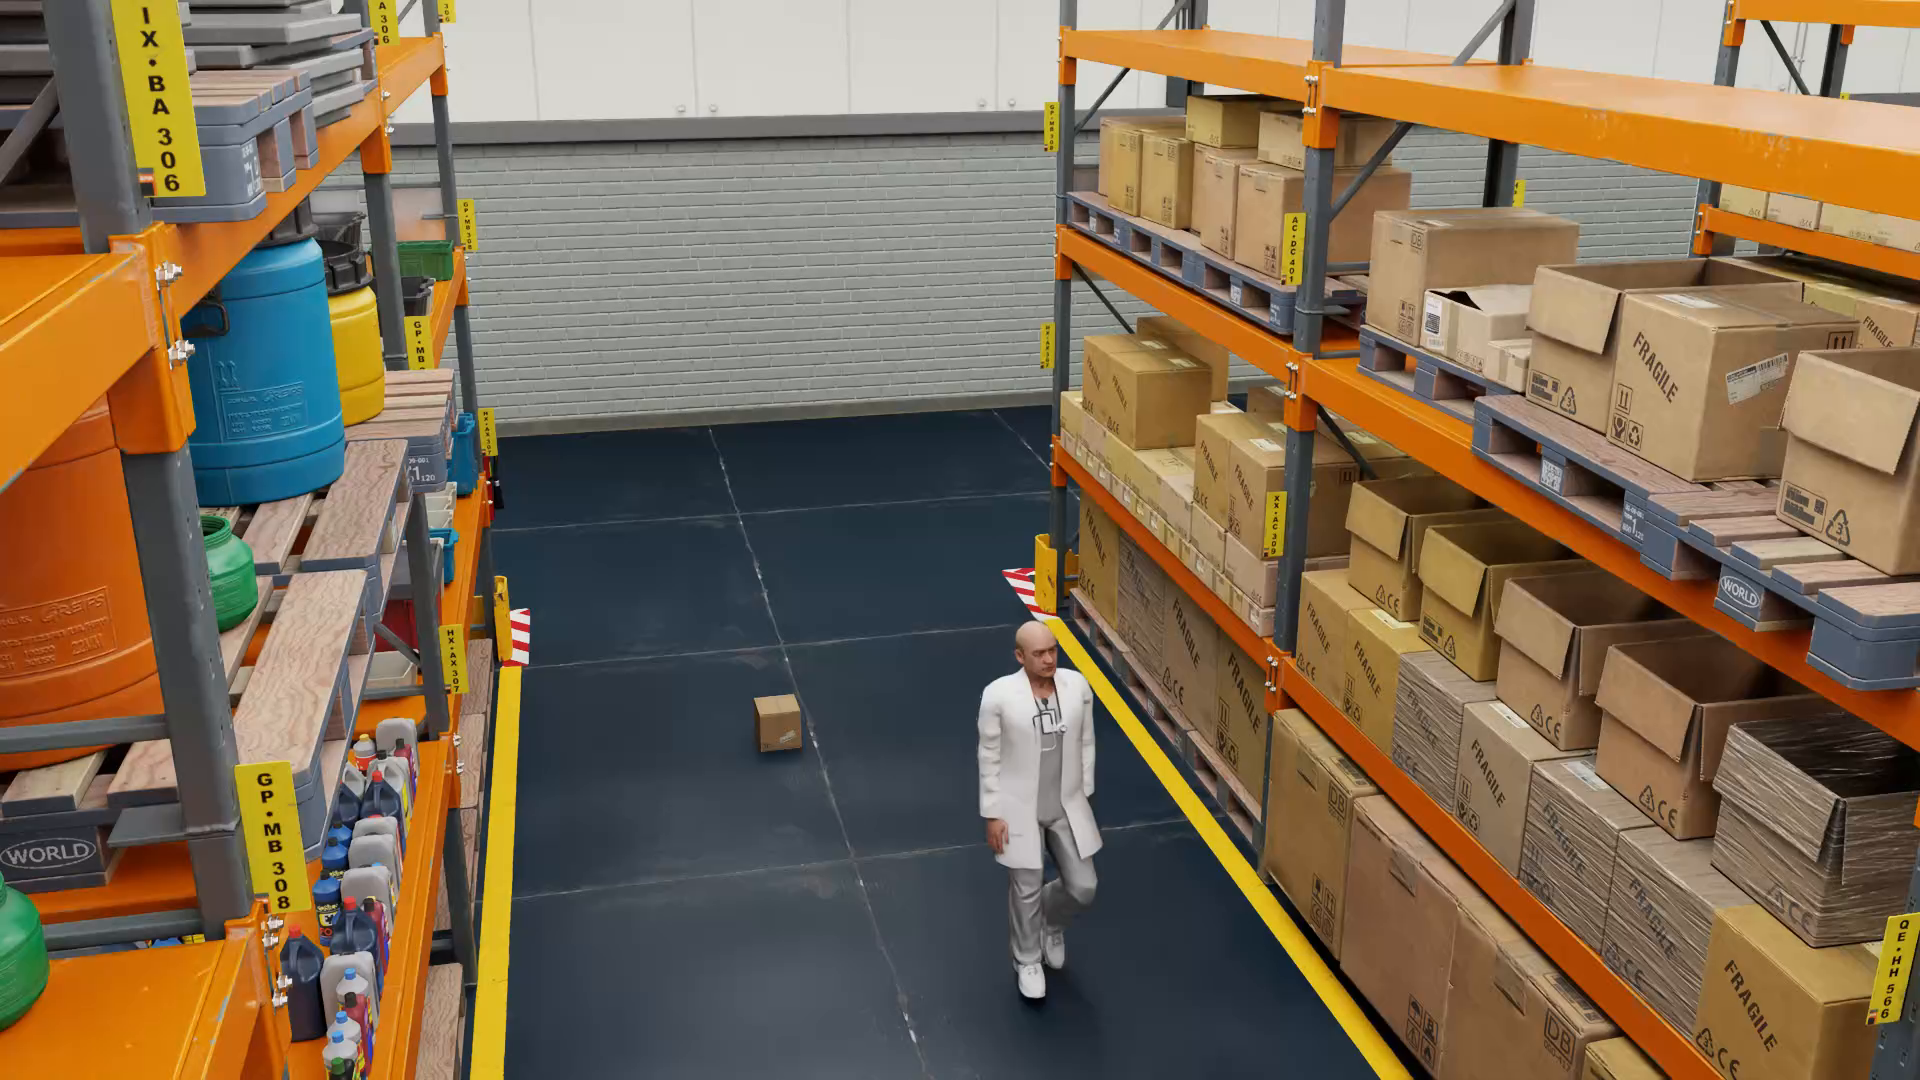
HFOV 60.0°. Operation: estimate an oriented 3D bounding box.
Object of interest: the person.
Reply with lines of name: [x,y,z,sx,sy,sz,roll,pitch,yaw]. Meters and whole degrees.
person: [0.360,1.218,7.559,0.577,1.786,0.526,-5,20,-15]
